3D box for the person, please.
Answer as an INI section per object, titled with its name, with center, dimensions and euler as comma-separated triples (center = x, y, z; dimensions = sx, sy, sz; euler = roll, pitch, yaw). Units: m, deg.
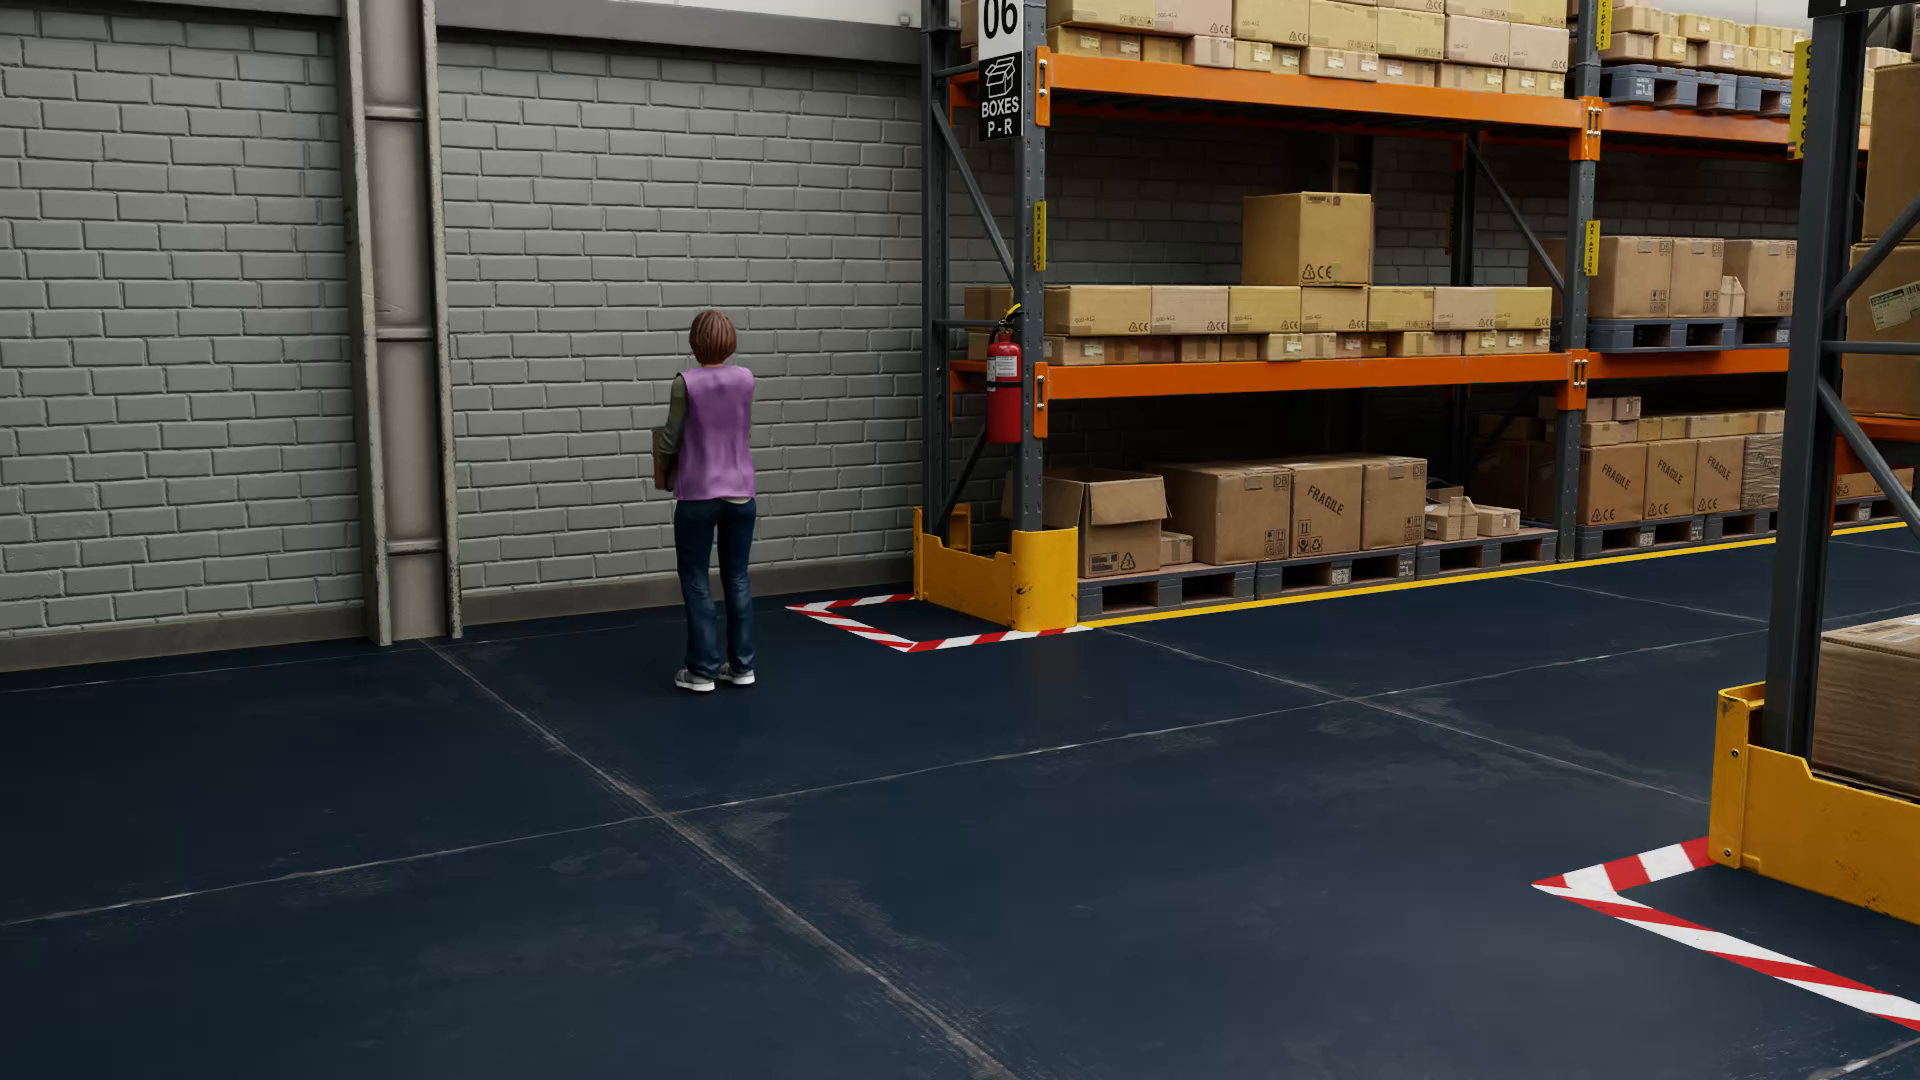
[person]
center = -1.080, -0.170, 6.994
dimensions = 0.465, 1.600, 0.432
euler = -6, 10, -36
